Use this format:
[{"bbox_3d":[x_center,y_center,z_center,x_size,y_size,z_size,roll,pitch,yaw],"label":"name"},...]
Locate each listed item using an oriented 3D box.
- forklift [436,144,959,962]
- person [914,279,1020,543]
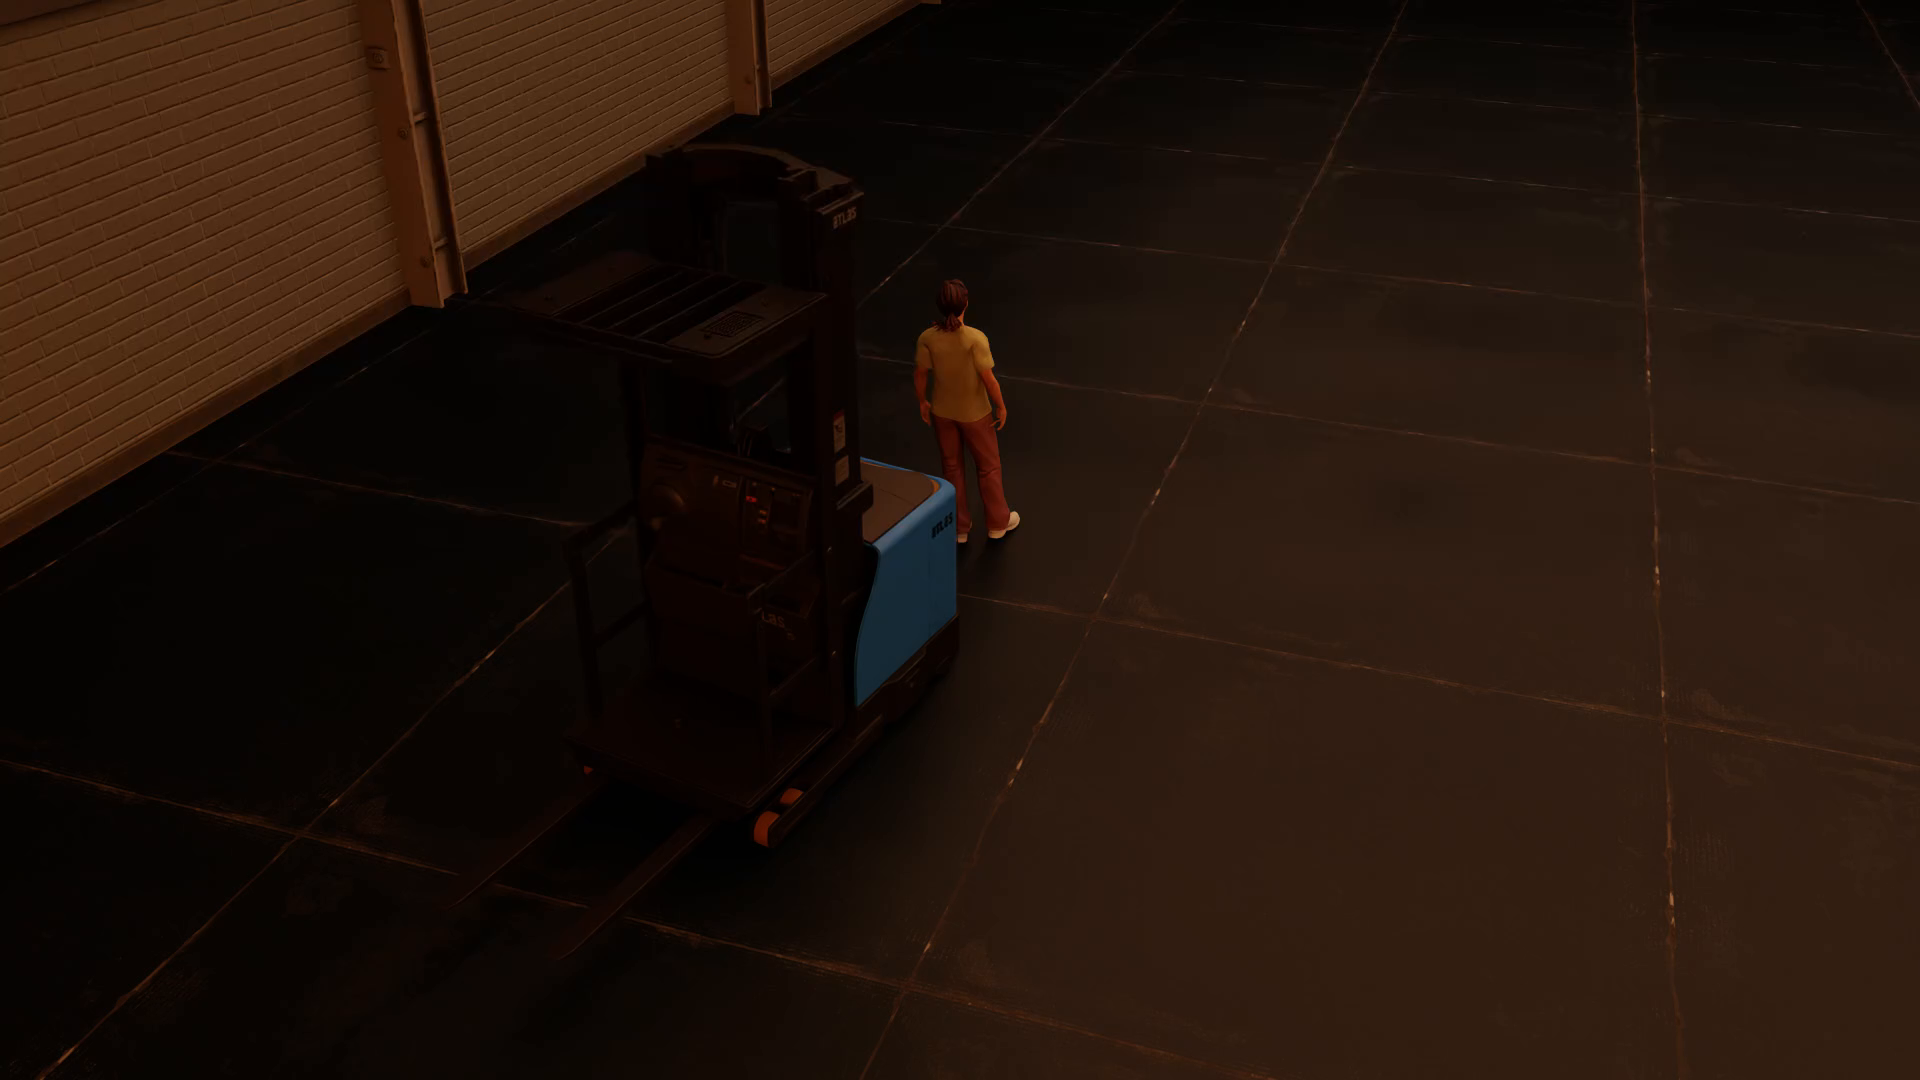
[{"bbox_3d":[-1.165,-0.121,7.350,1.130,2.935,3.031,16,33,25],"label":"forklift"},{"bbox_3d":[0.035,-0.767,9.735,0.553,1.675,0.549,10,31,16],"label":"person"}]
